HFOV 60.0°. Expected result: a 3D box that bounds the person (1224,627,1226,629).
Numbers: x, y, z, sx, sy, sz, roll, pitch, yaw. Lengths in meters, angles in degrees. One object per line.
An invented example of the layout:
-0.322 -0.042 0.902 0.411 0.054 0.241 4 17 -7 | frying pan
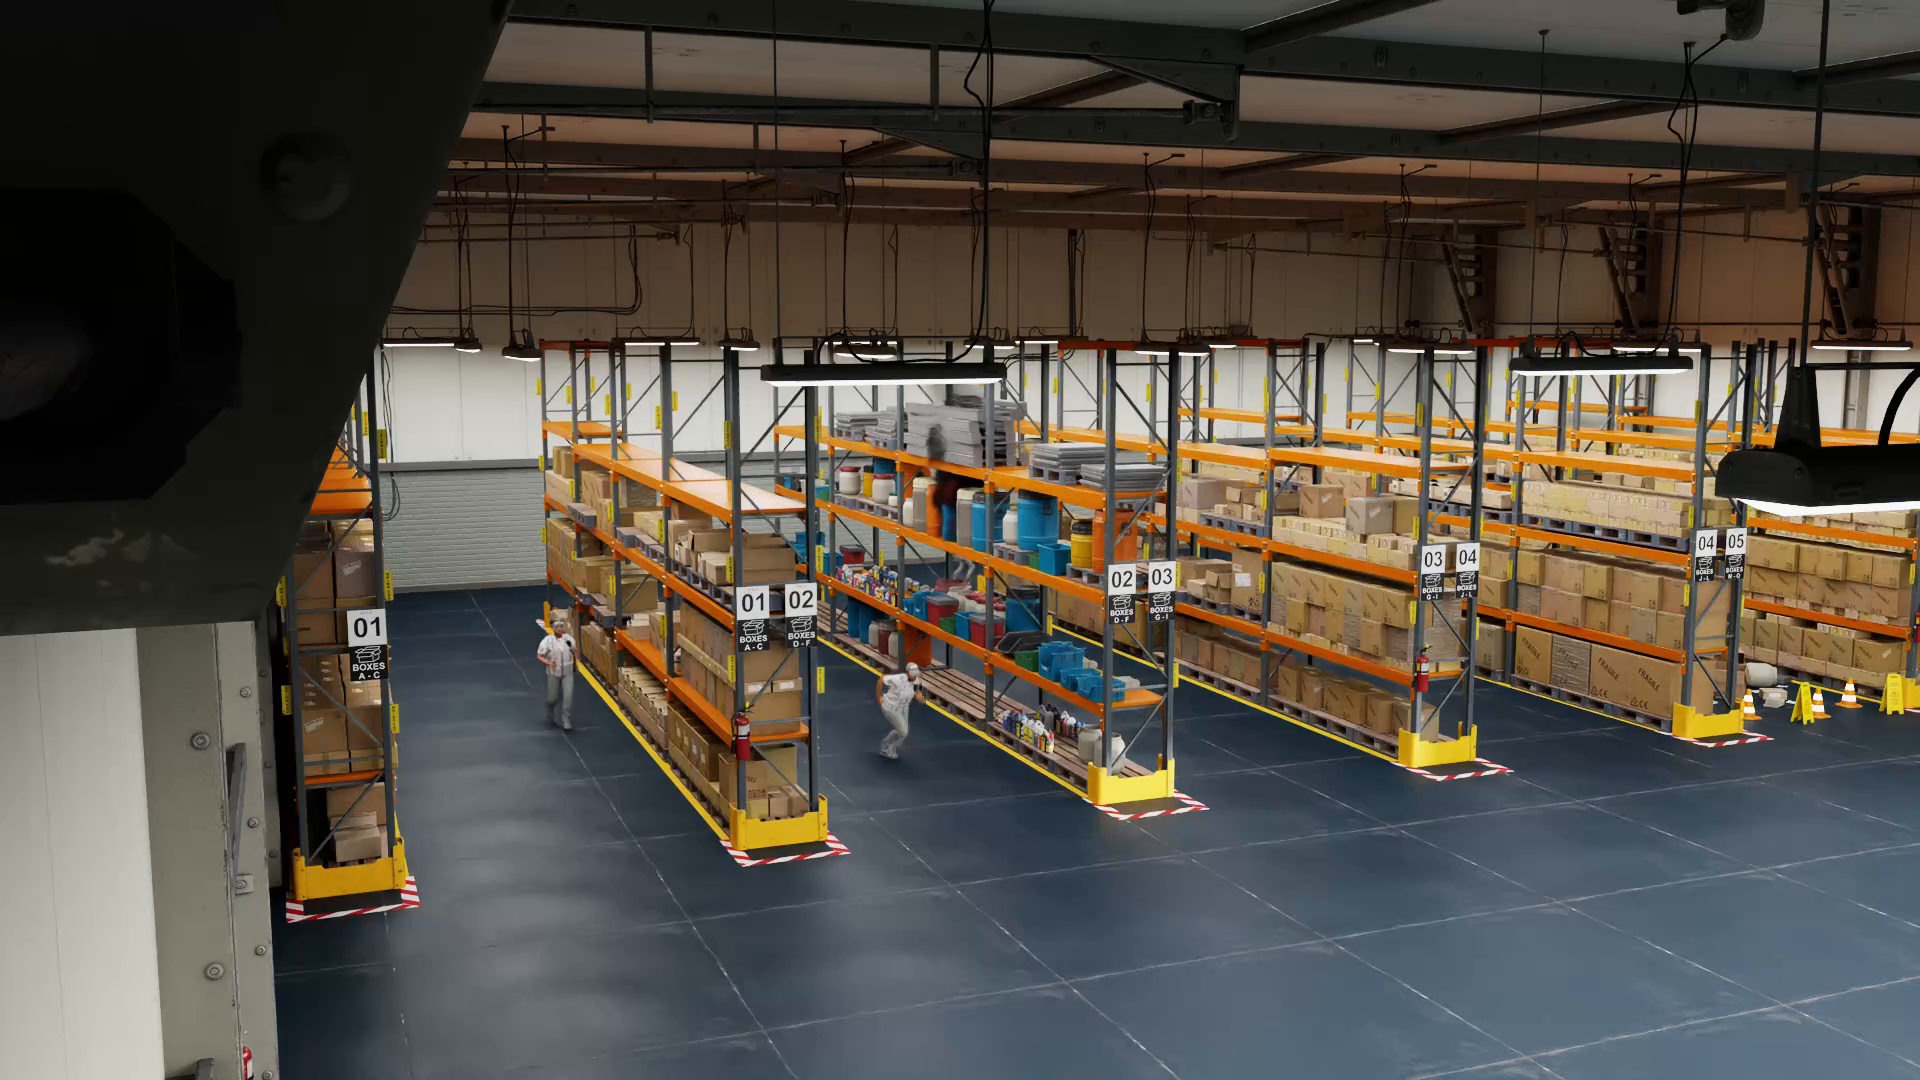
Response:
5.200 1.297 32.861 0.592 1.576 0.663 -4 9 -29 | person

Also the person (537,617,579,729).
-6.299 2.067 26.176 0.674 1.740 0.782 -4 8 -26 | person

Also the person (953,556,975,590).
0.106 0.388 39.740 0.697 1.637 0.506 0 7 -4 | person

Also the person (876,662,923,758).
-0.894 2.476 24.023 0.842 1.497 0.636 7 10 43 | person
